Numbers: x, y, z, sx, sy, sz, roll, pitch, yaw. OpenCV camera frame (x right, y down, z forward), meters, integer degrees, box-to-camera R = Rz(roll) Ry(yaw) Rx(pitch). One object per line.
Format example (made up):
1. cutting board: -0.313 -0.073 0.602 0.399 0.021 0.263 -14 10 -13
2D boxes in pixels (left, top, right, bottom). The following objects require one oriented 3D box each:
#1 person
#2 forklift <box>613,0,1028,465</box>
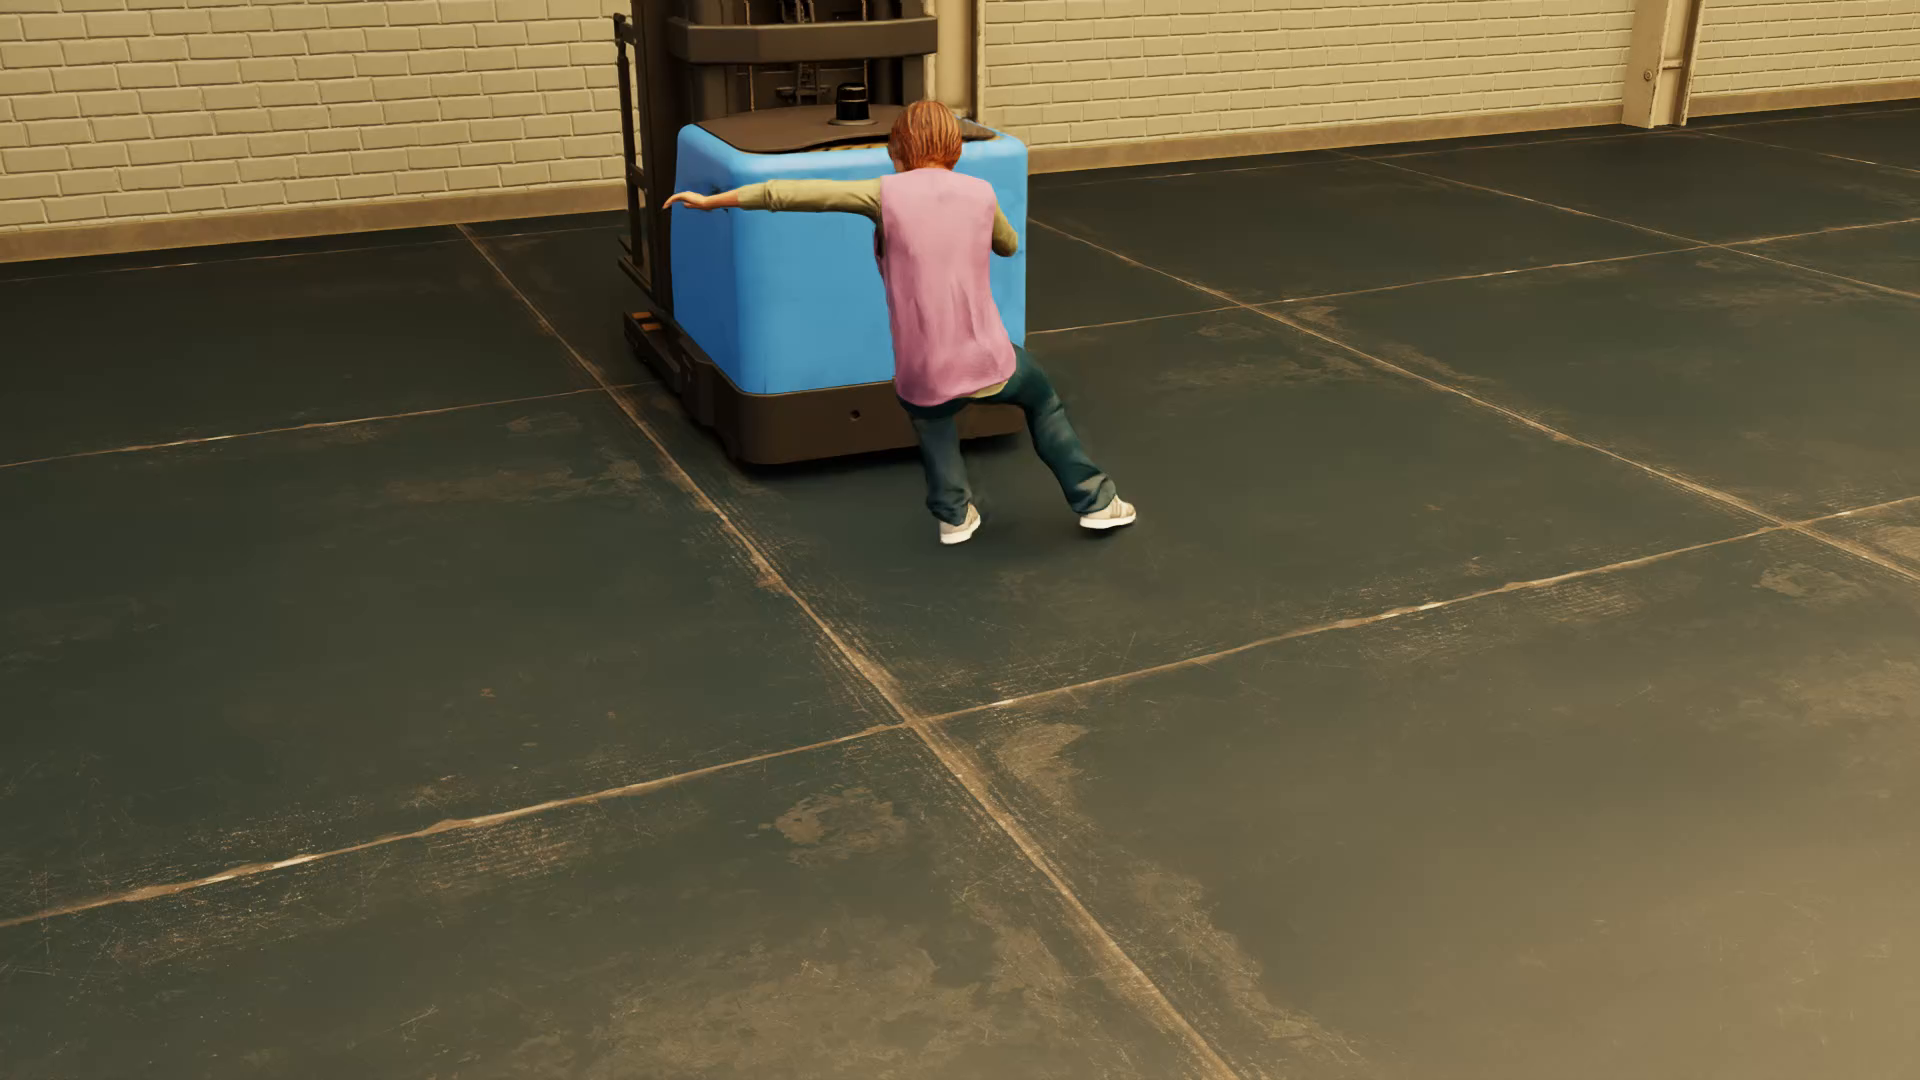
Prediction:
1. person: -0.112 -0.586 4.816 1.413 1.319 0.733 -6 23 -15
2. forklift: -0.779 -2.138 6.432 1.130 2.935 3.031 -9 24 -20
